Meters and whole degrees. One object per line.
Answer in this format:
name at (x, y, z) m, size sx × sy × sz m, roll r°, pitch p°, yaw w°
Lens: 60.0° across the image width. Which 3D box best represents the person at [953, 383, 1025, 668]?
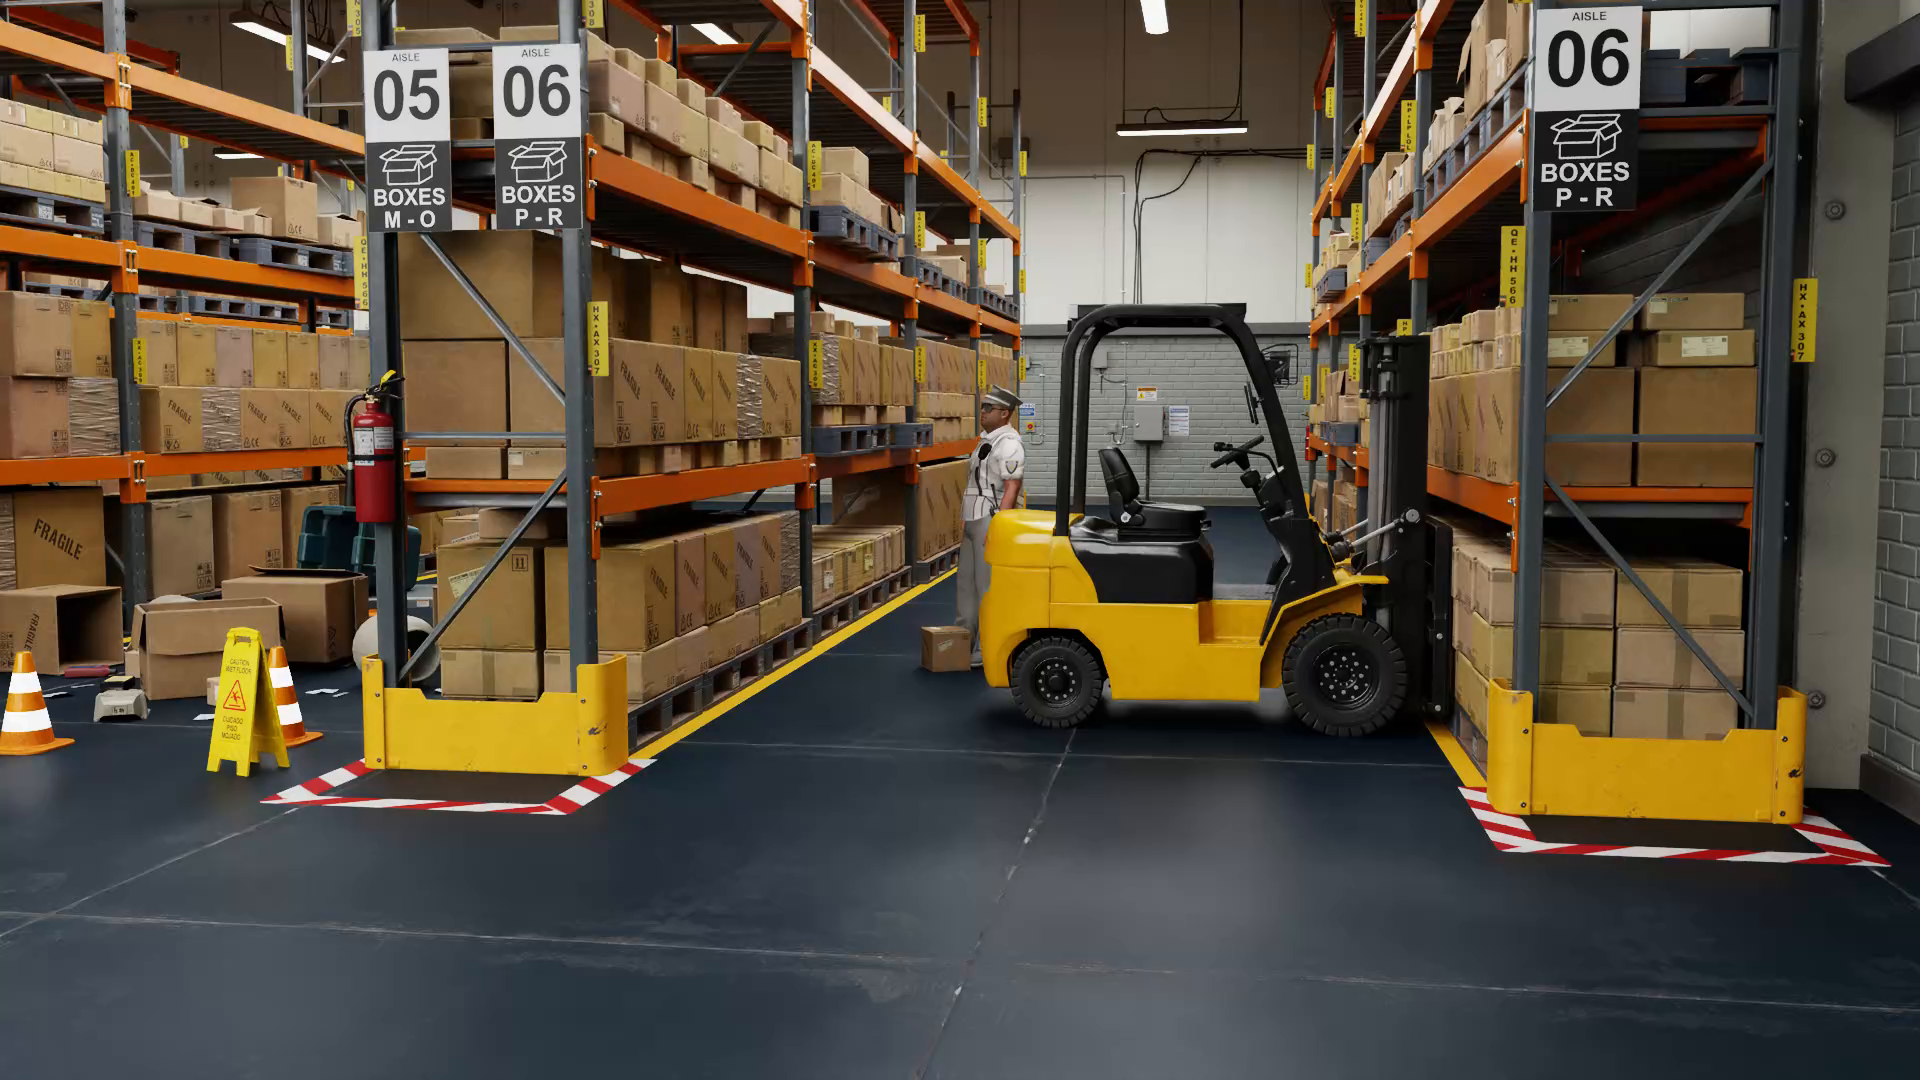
person at (0.107, -0.095, 10.498) m, size 0.573 × 1.780 × 0.641 m, roll -1°, pitch 5°, yaw -16°
